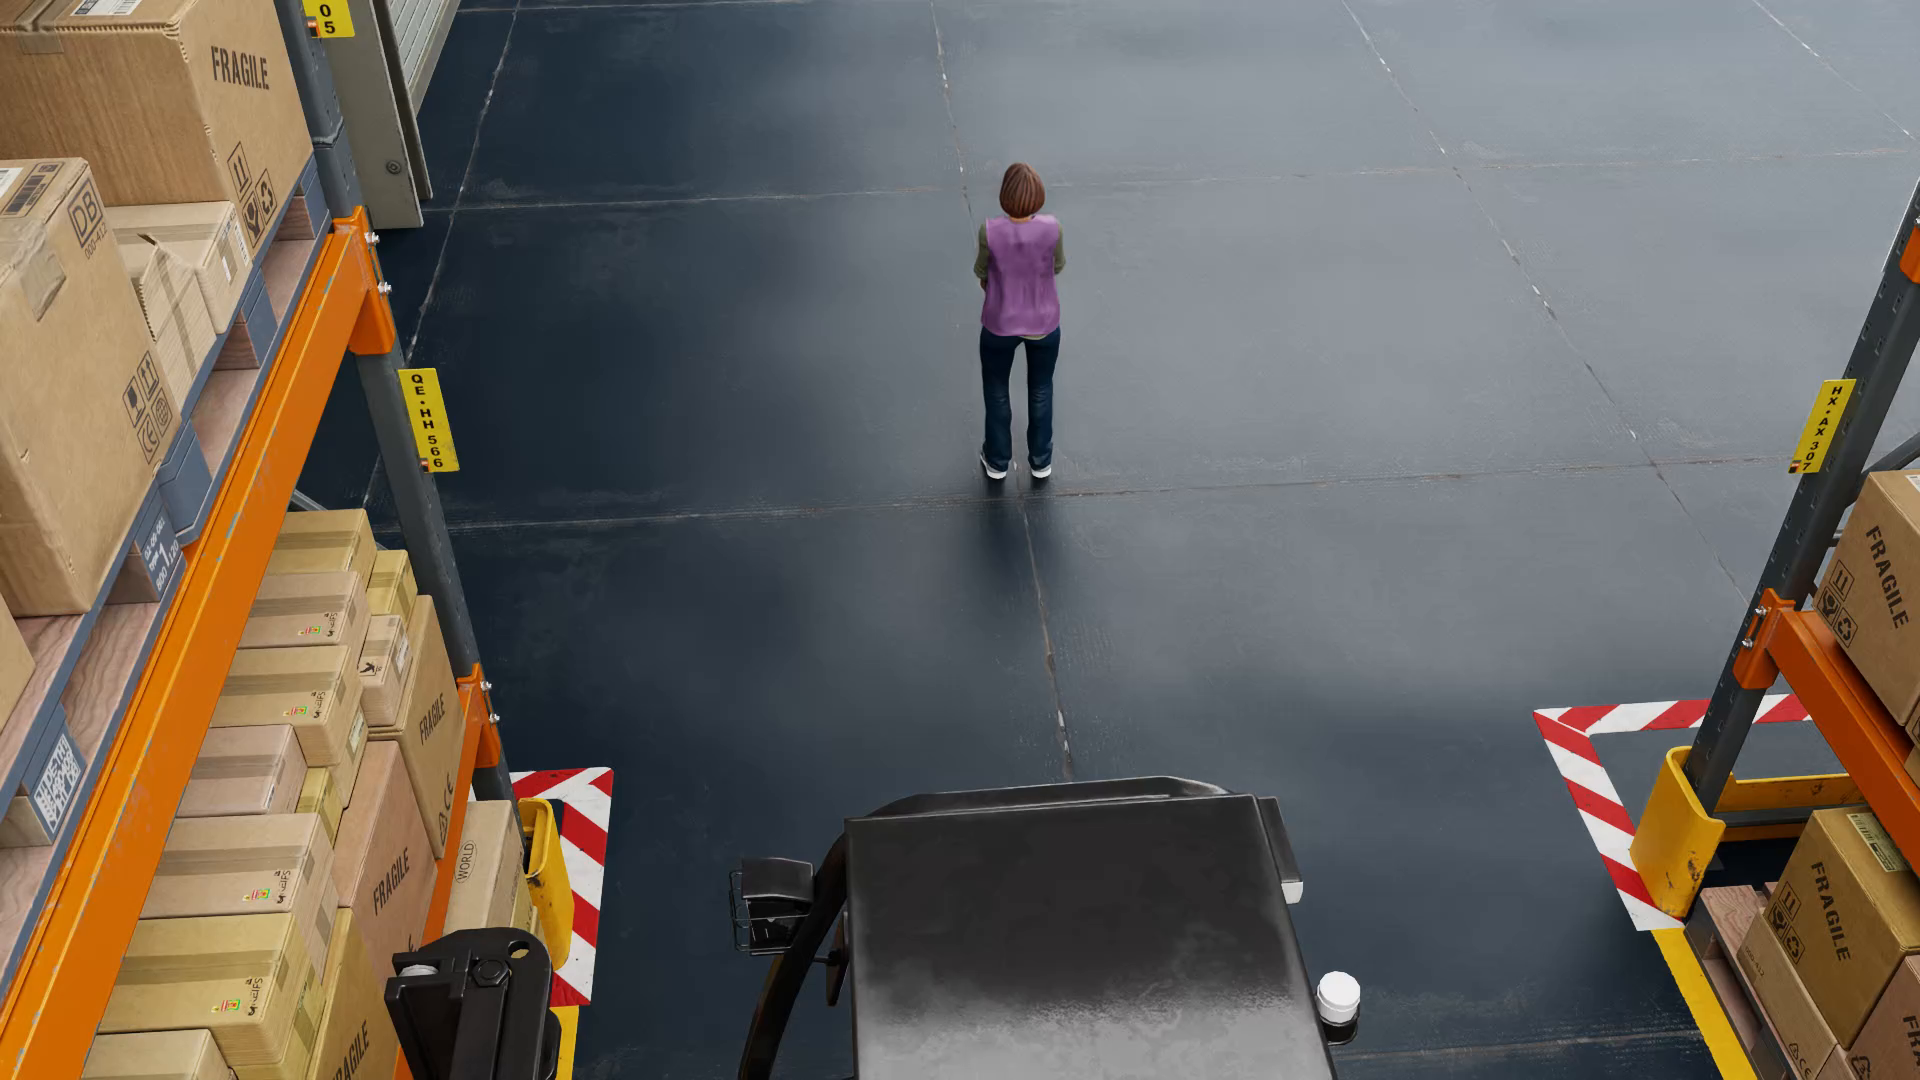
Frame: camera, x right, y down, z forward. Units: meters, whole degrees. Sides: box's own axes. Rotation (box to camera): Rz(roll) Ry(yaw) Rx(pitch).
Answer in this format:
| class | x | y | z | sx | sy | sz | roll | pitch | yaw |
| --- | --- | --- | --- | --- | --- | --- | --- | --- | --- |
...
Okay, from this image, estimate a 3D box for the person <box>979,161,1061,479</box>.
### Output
| class | x | y | z | sx | sy | sz | roll | pitch | yaw |
| --- | --- | --- | --- | --- | --- | --- | --- | --- | --- |
| person | 0.261 | -1.004 | 7.378 | 0.384 | 1.591 | 0.495 | -2 | 40 | -3 |
